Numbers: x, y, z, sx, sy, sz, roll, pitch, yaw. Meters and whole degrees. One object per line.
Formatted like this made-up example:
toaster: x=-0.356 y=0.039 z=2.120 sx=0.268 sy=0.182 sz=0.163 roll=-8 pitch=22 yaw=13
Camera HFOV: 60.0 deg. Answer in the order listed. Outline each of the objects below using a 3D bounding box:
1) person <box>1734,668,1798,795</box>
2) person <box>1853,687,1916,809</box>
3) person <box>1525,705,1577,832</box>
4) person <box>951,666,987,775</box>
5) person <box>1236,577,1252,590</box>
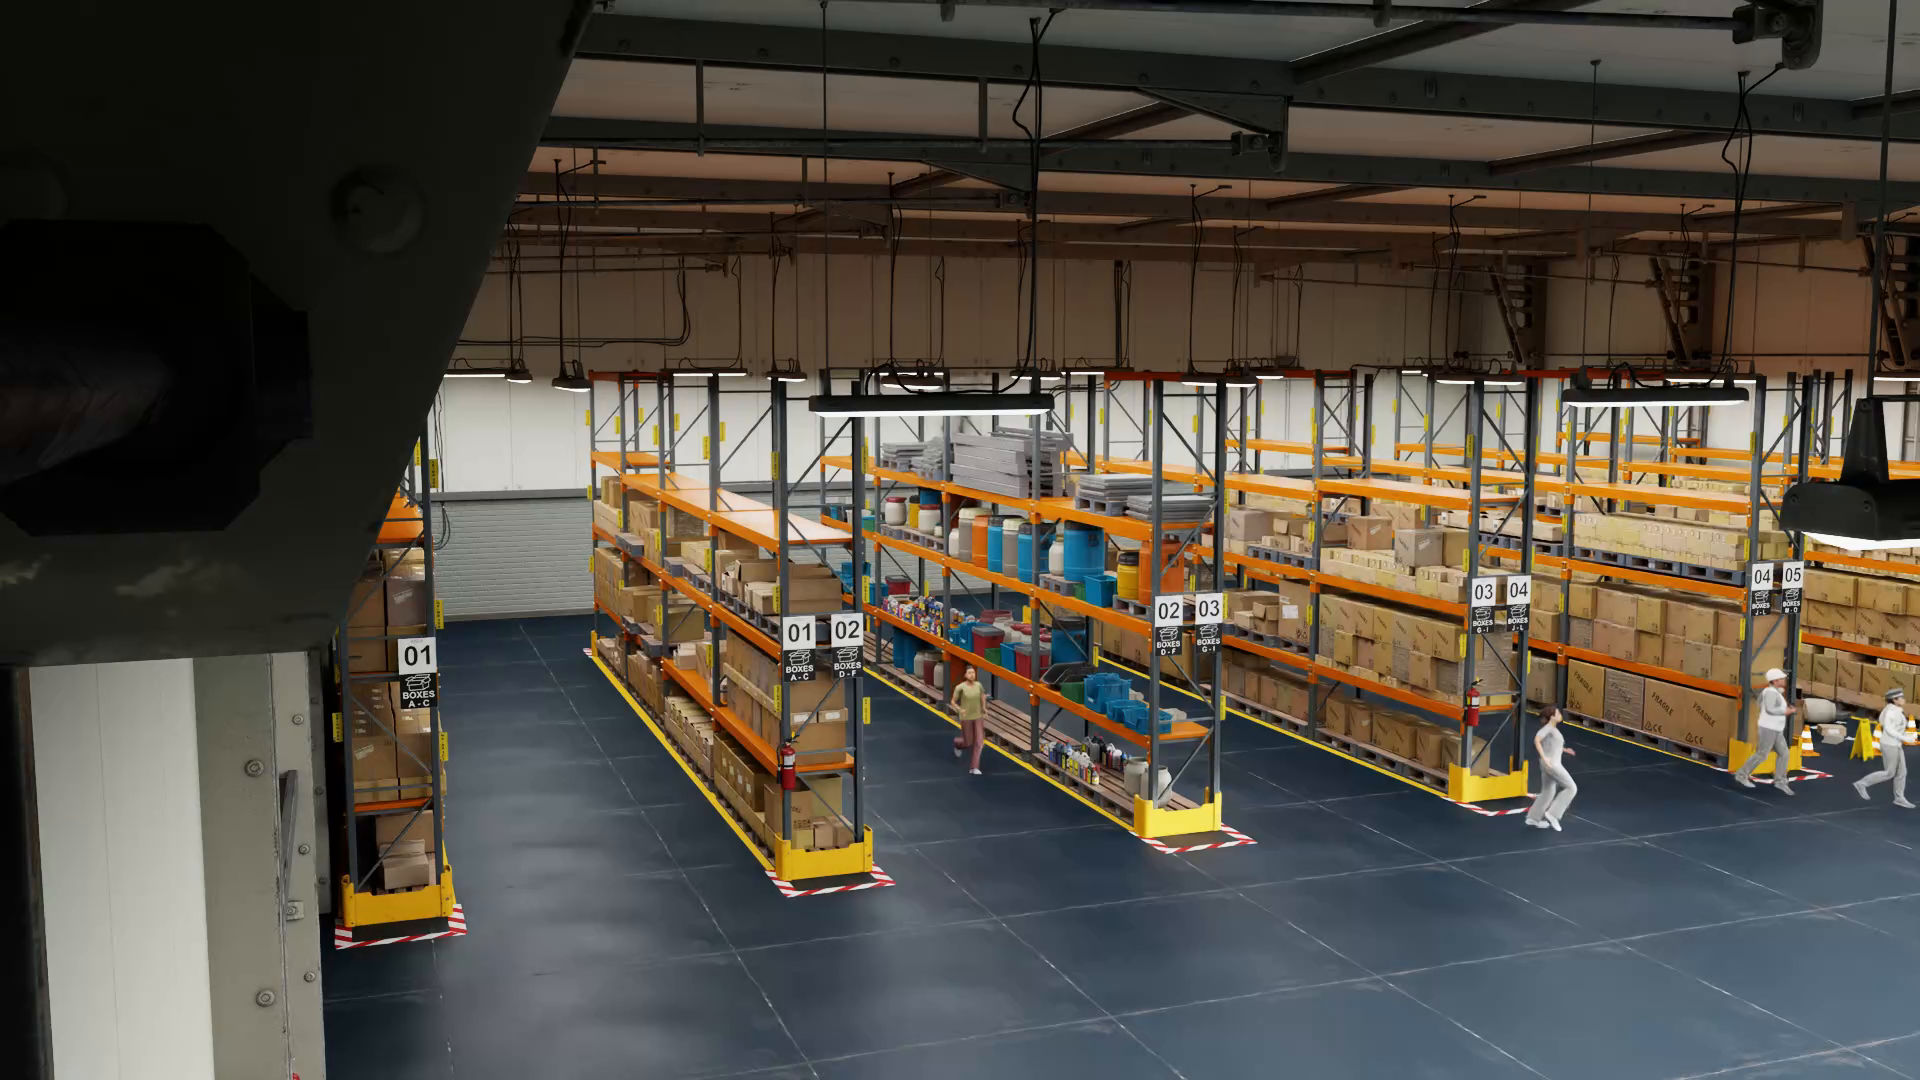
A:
person: x=11.739 y=2.767 z=24.137 sx=0.795 sy=1.826 sz=0.661 roll=4 pitch=8 yaw=33
person: x=13.043 y=2.897 z=23.370 sx=0.785 sy=1.696 sz=0.641 roll=4 pitch=8 yaw=32
person: x=7.913 y=3.035 z=22.257 sx=0.624 sy=1.653 sz=0.569 roll=2 pitch=7 yaw=14
person: x=0.171 y=2.716 z=25.273 sx=0.592 sy=1.633 sz=0.810 roll=-3 pitch=7 yaw=-22
person: x=7.145 y=0.800 z=41.739 sx=0.962 sy=1.773 sz=0.706 roll=-2 pitch=7 yaw=-16
